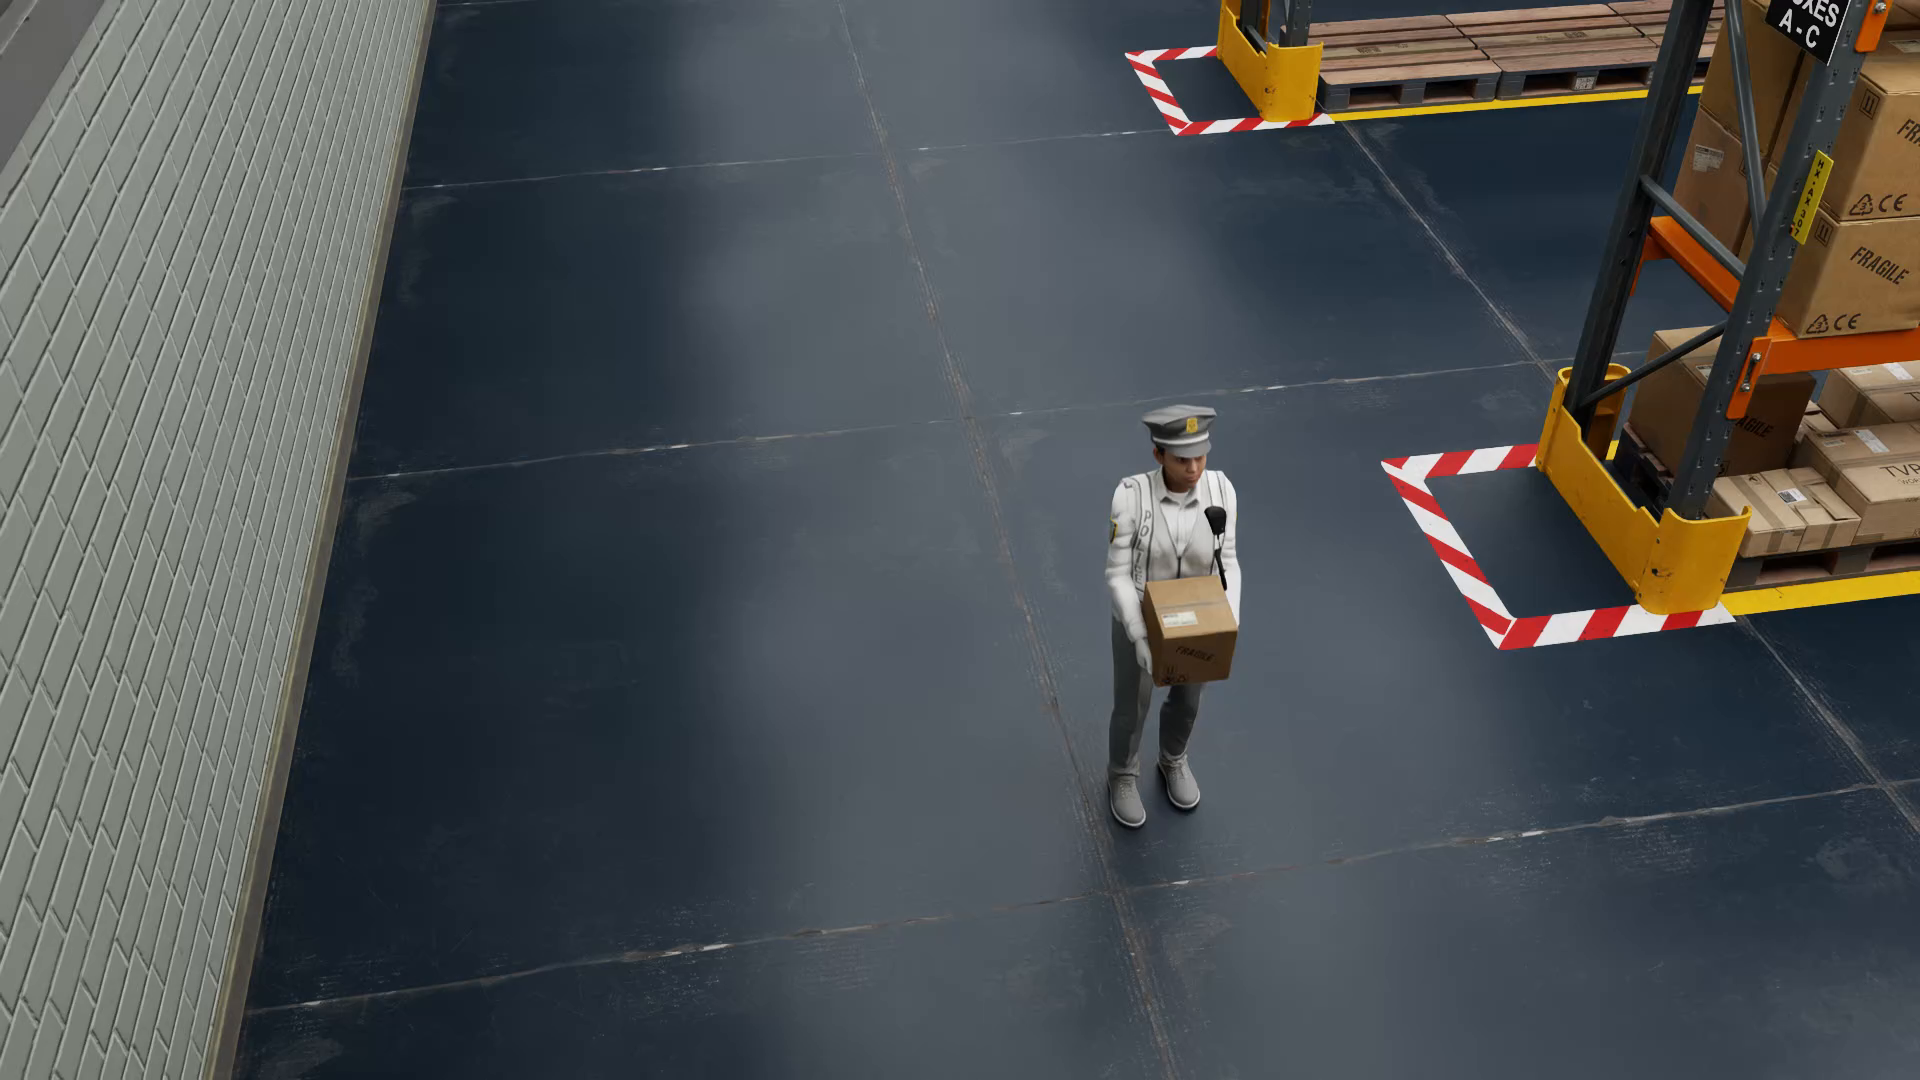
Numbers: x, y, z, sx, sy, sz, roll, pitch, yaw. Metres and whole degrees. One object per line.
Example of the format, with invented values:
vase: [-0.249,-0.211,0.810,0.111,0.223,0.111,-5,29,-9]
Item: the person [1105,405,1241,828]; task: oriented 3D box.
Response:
person: [0.722,0.303,5.759,0.459,1.686,0.556,-6,39,-7]
